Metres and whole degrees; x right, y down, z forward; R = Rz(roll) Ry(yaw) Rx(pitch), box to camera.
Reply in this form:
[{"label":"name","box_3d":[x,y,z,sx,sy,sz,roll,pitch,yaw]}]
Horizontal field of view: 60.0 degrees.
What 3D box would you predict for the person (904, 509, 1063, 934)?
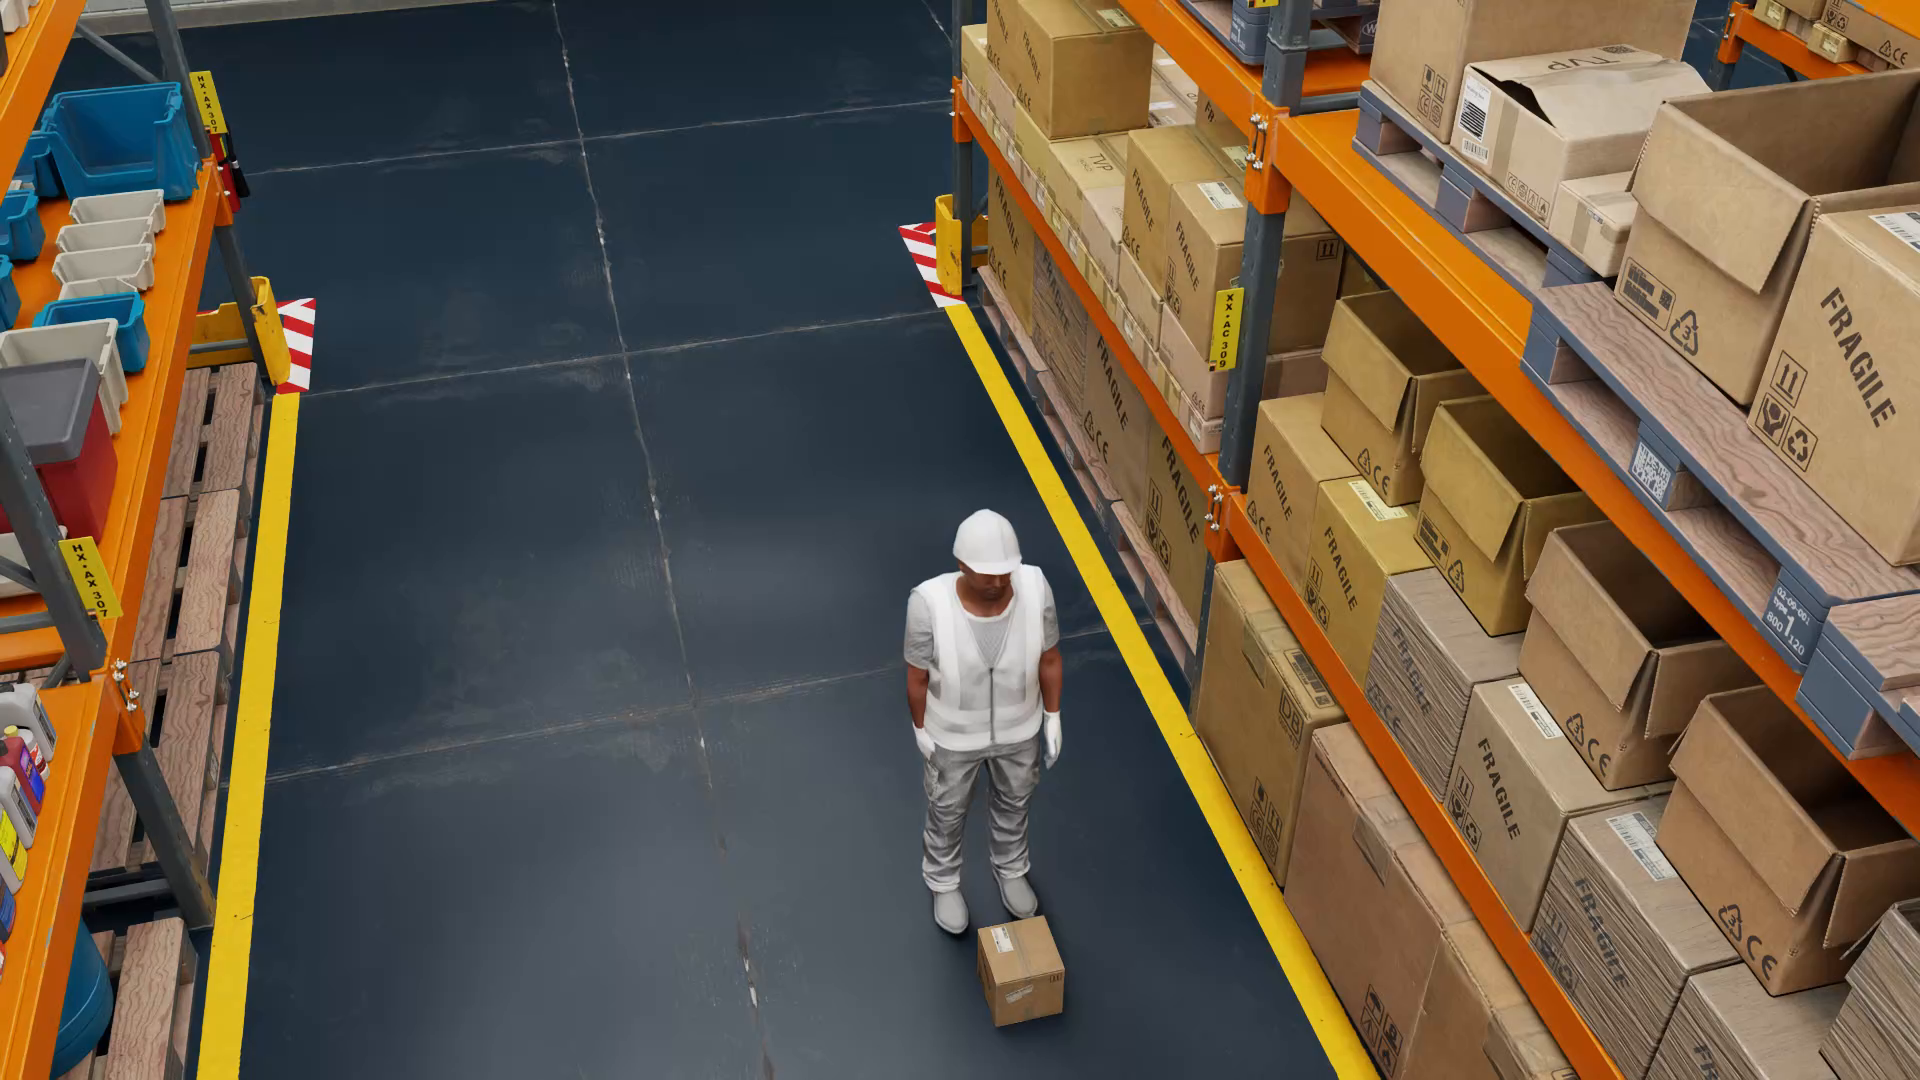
[{"label":"person","box_3d":[0.091,0.651,5.856,0.548,1.787,0.378,-9,39,-11]}]
